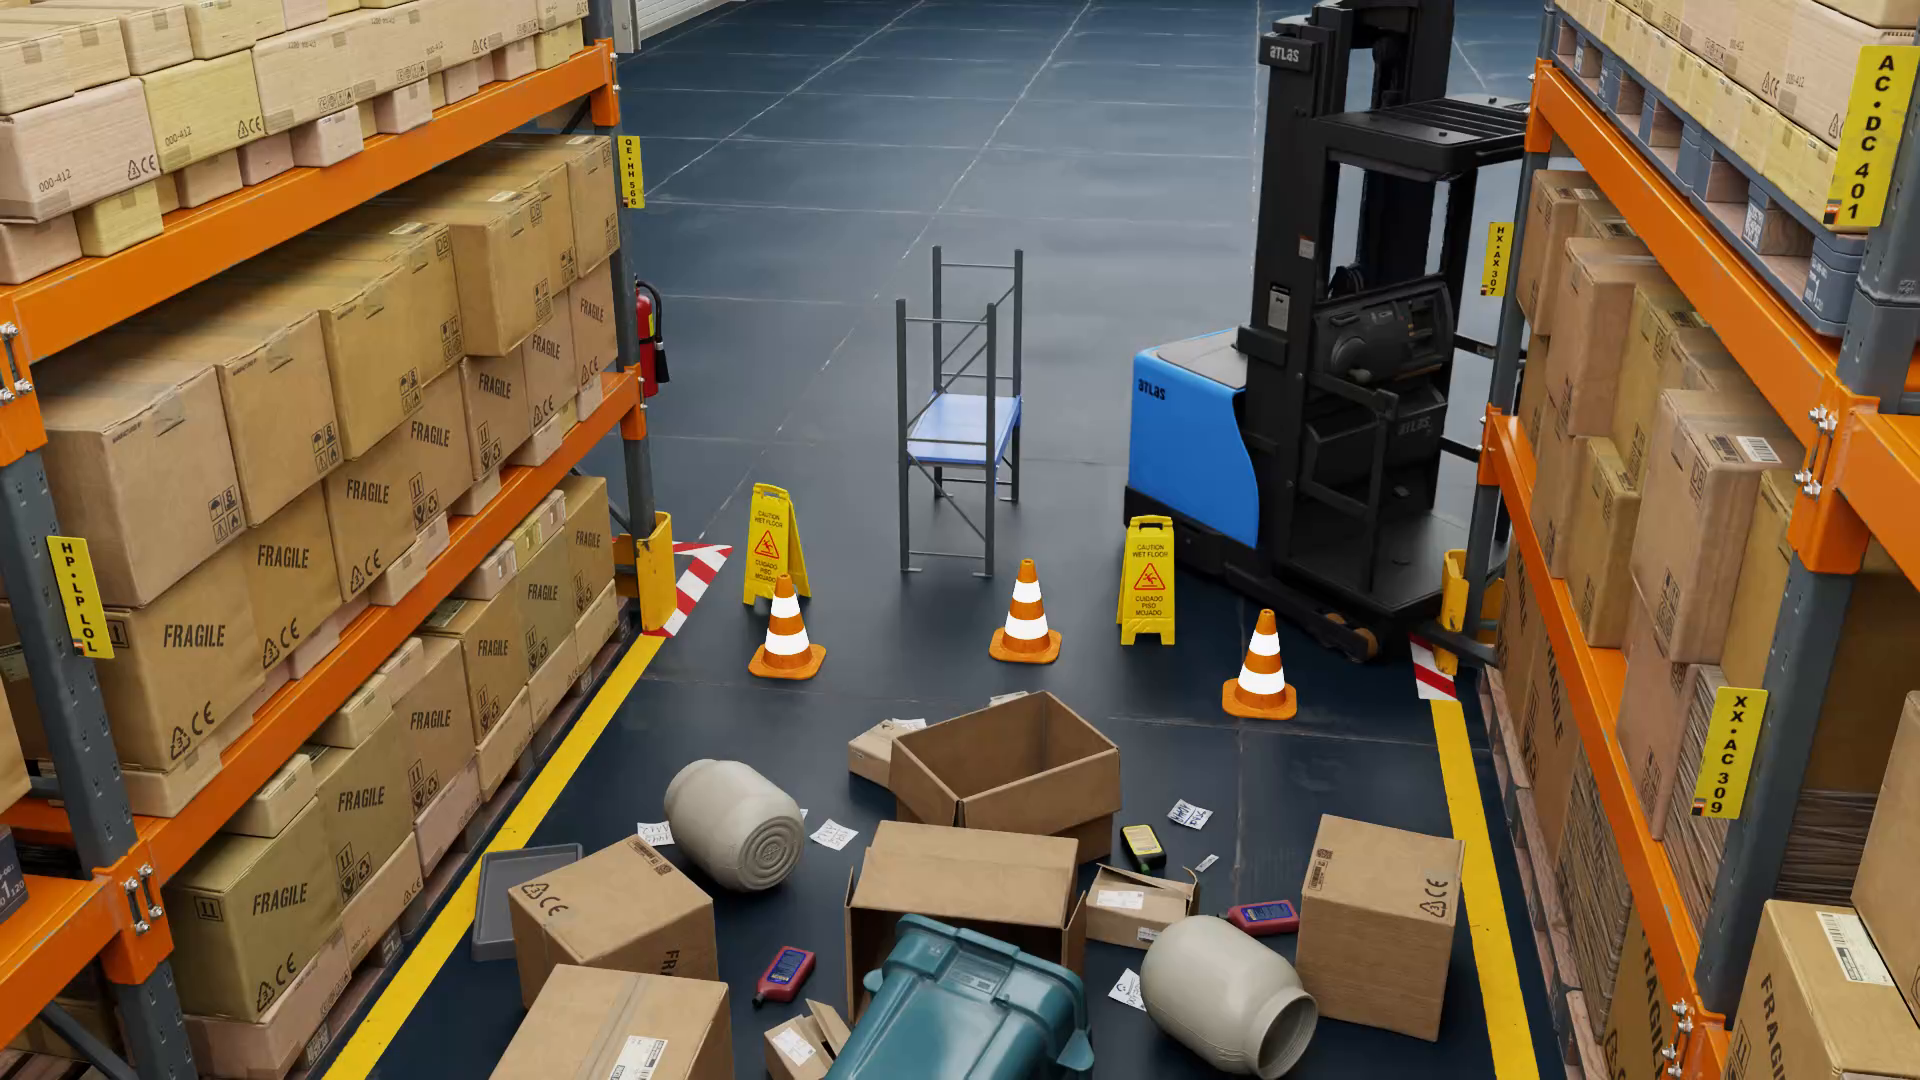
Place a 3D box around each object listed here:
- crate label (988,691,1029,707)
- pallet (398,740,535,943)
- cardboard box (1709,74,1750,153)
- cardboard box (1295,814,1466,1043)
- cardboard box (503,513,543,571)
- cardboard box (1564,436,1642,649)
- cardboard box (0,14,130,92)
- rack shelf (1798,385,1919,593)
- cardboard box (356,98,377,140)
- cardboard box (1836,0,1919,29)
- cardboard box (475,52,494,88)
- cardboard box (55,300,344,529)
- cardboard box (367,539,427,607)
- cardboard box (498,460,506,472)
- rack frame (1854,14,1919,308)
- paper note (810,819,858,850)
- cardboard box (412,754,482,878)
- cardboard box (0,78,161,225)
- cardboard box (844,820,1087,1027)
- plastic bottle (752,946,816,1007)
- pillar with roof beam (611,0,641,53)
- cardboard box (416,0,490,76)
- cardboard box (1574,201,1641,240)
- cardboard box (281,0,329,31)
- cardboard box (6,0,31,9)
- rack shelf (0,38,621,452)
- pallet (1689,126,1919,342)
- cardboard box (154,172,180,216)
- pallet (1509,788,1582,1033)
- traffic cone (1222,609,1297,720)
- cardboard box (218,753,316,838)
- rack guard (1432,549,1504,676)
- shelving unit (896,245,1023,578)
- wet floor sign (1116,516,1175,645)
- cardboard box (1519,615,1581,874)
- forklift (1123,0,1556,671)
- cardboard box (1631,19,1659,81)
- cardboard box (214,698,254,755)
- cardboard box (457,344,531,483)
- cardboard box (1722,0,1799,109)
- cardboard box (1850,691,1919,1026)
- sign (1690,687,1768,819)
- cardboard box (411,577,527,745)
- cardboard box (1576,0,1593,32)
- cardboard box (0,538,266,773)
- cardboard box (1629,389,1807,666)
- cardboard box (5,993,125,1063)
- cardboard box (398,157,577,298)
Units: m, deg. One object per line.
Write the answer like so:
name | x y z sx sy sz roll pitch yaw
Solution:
crate label | 0.254 0.790 7.401 0.250 0.136 0.298 -9 27 -19
pallet | -2.414 1.097 6.658 1.003 0.211 1.213 4 25 9
cardboard box | 2.082 -1.045 4.090 0.380 0.149 0.250 4 25 9
cardboard box | 1.456 1.340 5.794 0.500 0.500 0.500 8 26 18
cardboard box | -1.944 -0.006 6.823 0.380 0.149 0.250 4 25 9
cardboard box | 2.523 0.029 5.473 0.875 0.550 0.500 4 25 9
cardboard box | -2.298 -1.197 4.086 0.380 0.149 0.250 5 26 10
rack shelf | 1.887 0.734 1.455 1.077 0.370 4.000 4 25 9
cardboard box | -2.139 -1.375 5.407 0.380 0.149 0.250 4 25 9
cardboard box | 1.960 -1.087 3.238 0.380 0.149 0.250 4 25 8
cardboard box | -2.007 -1.804 6.323 0.380 0.149 0.250 4 25 9
cardboard box | -2.295 -0.385 4.886 0.700 0.500 0.500 4 25 9
cardboard box | -2.099 0.099 5.797 0.380 0.149 0.250 4 25 9
cardboard box | -2.070 -0.332 6.718 0.380 0.149 0.250 4 25 9
rack frame | 2.214 -1.787 2.454 1.000 3.000 0.127 4 25 9
paper note | -0.509 1.184 6.698 0.148 0.019 0.142 13 28 26
cardboard box | -2.163 1.010 6.302 0.500 0.250 0.500 4 25 8
cardboard box | -2.344 -0.961 4.053 0.500 0.250 0.500 3 25 7
cardboard box | 0.034 1.327 5.661 0.797 0.637 0.503 4 25 9
plastic bottle | -0.625 1.550 5.866 0.133 0.061 0.283 8 26 18
pillar with roof beam | -0.744 -11.105 22.359 9.100 9.000 0.400 4 25 9
cardboard box | -2.013 -1.809 5.864 0.500 0.250 0.500 5 25 10
cardboard box | 2.770 -0.911 6.208 0.875 0.550 0.550 4 25 9
cardboard box | -2.153 -1.634 5.021 0.380 0.149 0.250 4 25 8
cardboard box | -2.839 -1.459 4.646 0.380 0.149 0.250 5 26 10
rack shelf | -2.359 -1.240 5.671 1.077 0.370 4.000 4 25 9
pallet | 2.358 -0.730 3.838 1.003 0.211 1.213 4 25 9
cardboard box | -2.363 -0.946 4.491 0.380 0.149 0.250 4 25 9
pallet | 2.613 1.368 6.078 1.003 0.211 1.213 4 25 9
traffic cone | 1.380 0.529 7.573 0.336 0.463 0.334 4 25 9
cardboard box | -2.243 0.775 5.155 0.380 0.149 0.250 4 25 9
rack guard | 2.872 0.379 7.851 1.175 0.500 0.348 4 25 9
shelving unit | 0.014 -0.715 9.008 0.538 1.500 1.048 4 25 9
wet floor sign | 0.919 0.174 8.117 0.267 0.644 0.232 0 25 -1
cardboard box | 2.681 0.685 6.259 0.875 0.875 0.875 4 25 8
forklift | 2.171 -0.969 7.862 1.130 2.935 3.031 -17 30 -31
cardboard box | 2.249 -1.468 4.992 0.380 0.149 0.250 4 25 9
cardboard box | -2.328 0.524 4.888 0.380 0.149 0.250 5 26 10
cardboard box | -2.020 -0.560 6.439 0.500 0.500 0.500 4 25 8
cardboard box | 2.124 -1.166 3.878 0.500 0.250 0.500 4 25 8
cardboard box | 2.139 0.640 3.048 0.700 0.500 0.500 4 25 8
sign | 1.667 0.464 3.606 0.100 0.325 0.005 4 25 9
cardboard box | -2.077 0.454 6.606 0.500 0.500 0.500 3 25 7
cardboard box | 2.413 -1.891 5.896 0.380 0.149 0.250 4 25 9
cardboard box | -2.339 0.284 4.635 0.500 0.500 0.500 4 25 8
cardboard box | 2.284 -0.017 4.298 0.875 0.550 0.550 4 25 9
cardboard box | -2.854 1.418 5.430 0.500 0.250 0.500 5 26 11
cardboard box | -1.990 -1.237 6.706 0.700 0.500 0.500 4 25 9
